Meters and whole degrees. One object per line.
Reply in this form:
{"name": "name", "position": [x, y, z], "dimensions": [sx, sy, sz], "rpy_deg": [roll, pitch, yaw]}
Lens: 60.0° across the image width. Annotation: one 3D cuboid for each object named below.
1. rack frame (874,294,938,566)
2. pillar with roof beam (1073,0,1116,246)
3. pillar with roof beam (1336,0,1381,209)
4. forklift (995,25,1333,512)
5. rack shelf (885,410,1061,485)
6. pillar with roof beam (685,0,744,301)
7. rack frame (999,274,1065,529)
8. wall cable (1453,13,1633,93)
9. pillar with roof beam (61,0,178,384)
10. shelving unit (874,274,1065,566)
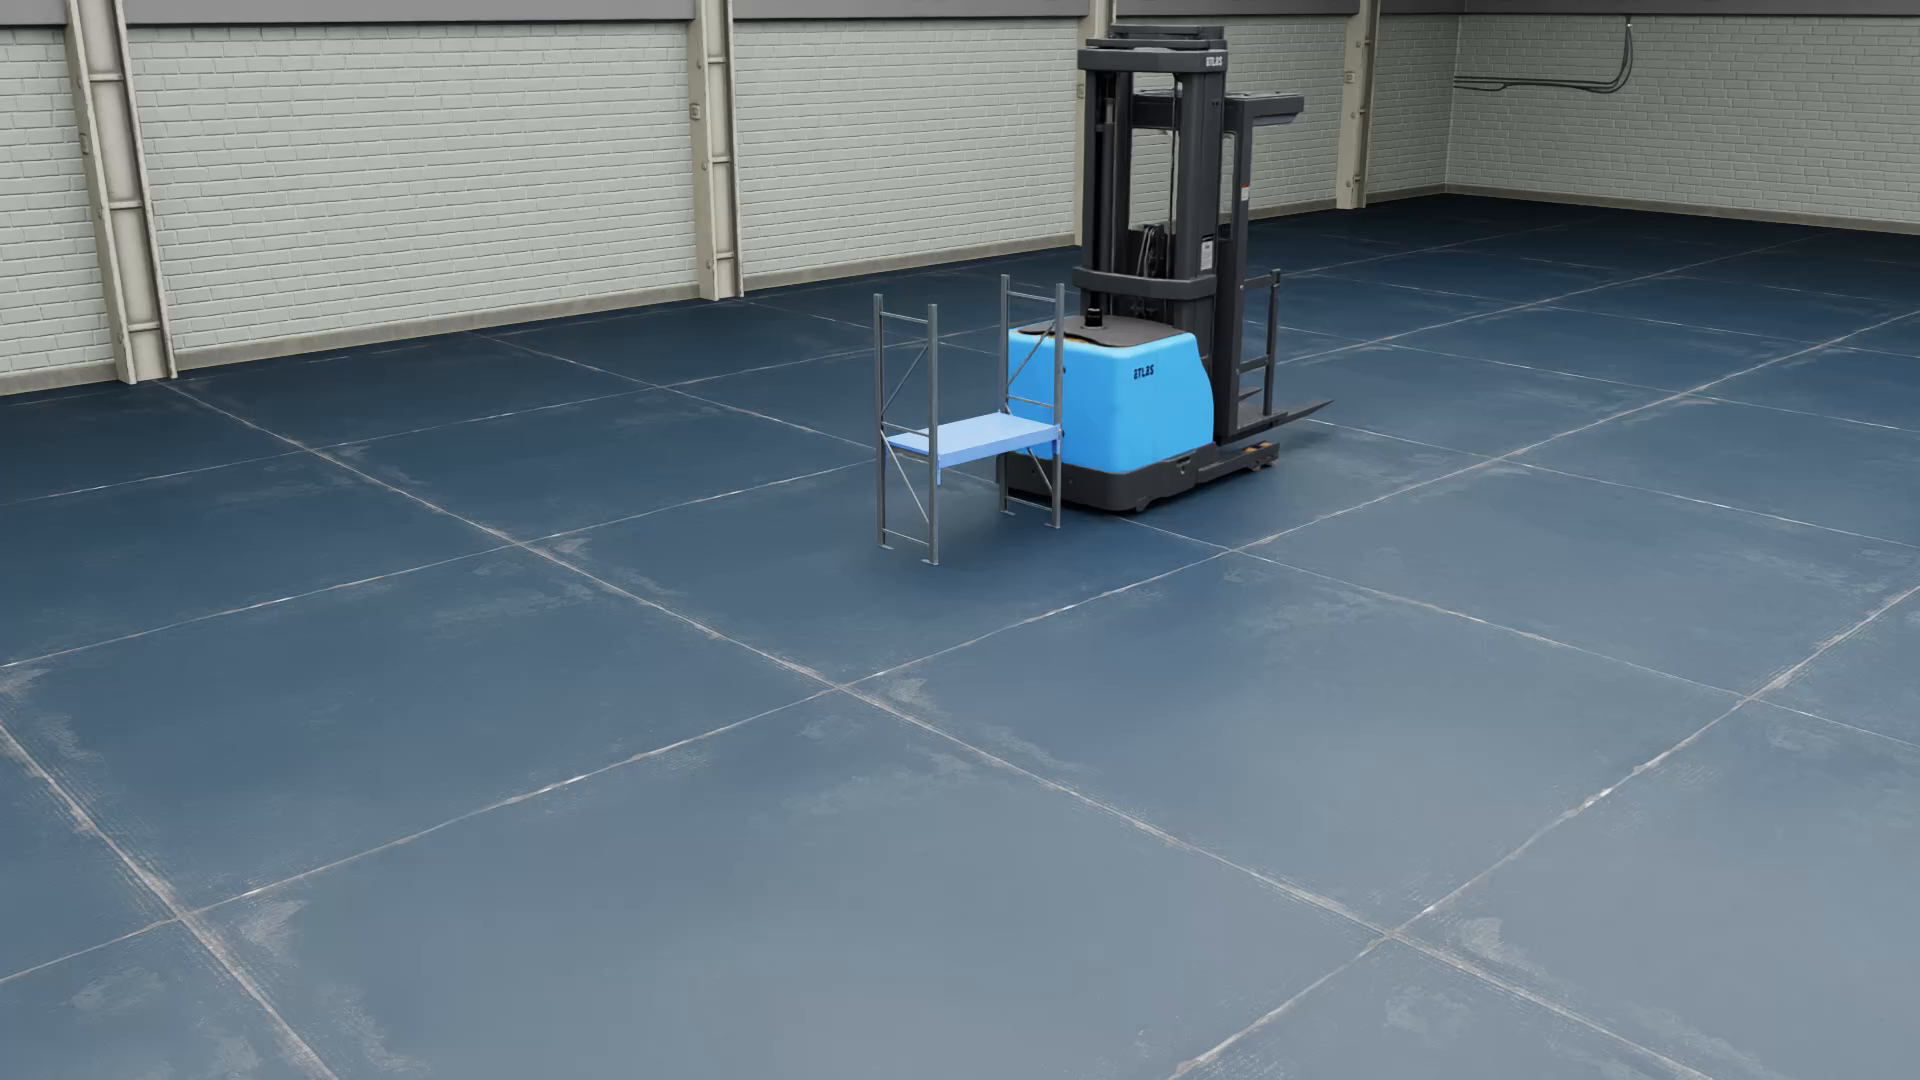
{"name": "rack frame", "position": [-0.307, -0.624, 9.477], "dimensions": [0.032, 1.500, 0.500], "rpy_deg": [-16, 24, -41]}
{"name": "pillar with roof beam", "position": [4.705, -7.249, 17.753], "dimensions": [0.400, 9.000, 9.100], "rpy_deg": [-16, 24, -41]}
{"name": "pillar with roof beam", "position": [9.065, -8.521, 21.675], "dimensions": [0.400, 9.000, 9.100], "rpy_deg": [-16, 24, -41]}
{"name": "forklift", "position": [1.573, -1.952, 11.253], "dimensions": [1.130, 2.935, 3.031], "rpy_deg": [15, 23, 38]}
{"name": "rack shelf", "position": [0.062, -0.560, 9.865], "dimensions": [1.000, 0.185, 0.538], "rpy_deg": [-16, 24, -41]}
{"name": "pillar with roof beam", "position": [0.346, -5.978, 13.832], "dimensions": [0.400, 9.000, 9.100], "rpy_deg": [-16, 24, -41]}
{"name": "rack frame", "position": [0.431, -0.839, 10.141], "dimensions": [0.032, 1.500, 0.500], "rpy_deg": [-16, 24, -41]}
{"name": "wall cable", "position": [9.156, -8.336, 26.140], "dimensions": [0.112, 2.526, 3.097], "rpy_deg": [-16, 24, -41]}
{"name": "pillar with roof beam", "position": [-4.014, -4.707, 9.911], "dimensions": [0.400, 9.000, 9.100], "rpy_deg": [-16, 24, -41]}
{"name": "shelving unit", "position": [0.062, -0.732, 9.809], "dimensions": [1.048, 1.500, 0.538], "rpy_deg": [-16, 24, -41]}
